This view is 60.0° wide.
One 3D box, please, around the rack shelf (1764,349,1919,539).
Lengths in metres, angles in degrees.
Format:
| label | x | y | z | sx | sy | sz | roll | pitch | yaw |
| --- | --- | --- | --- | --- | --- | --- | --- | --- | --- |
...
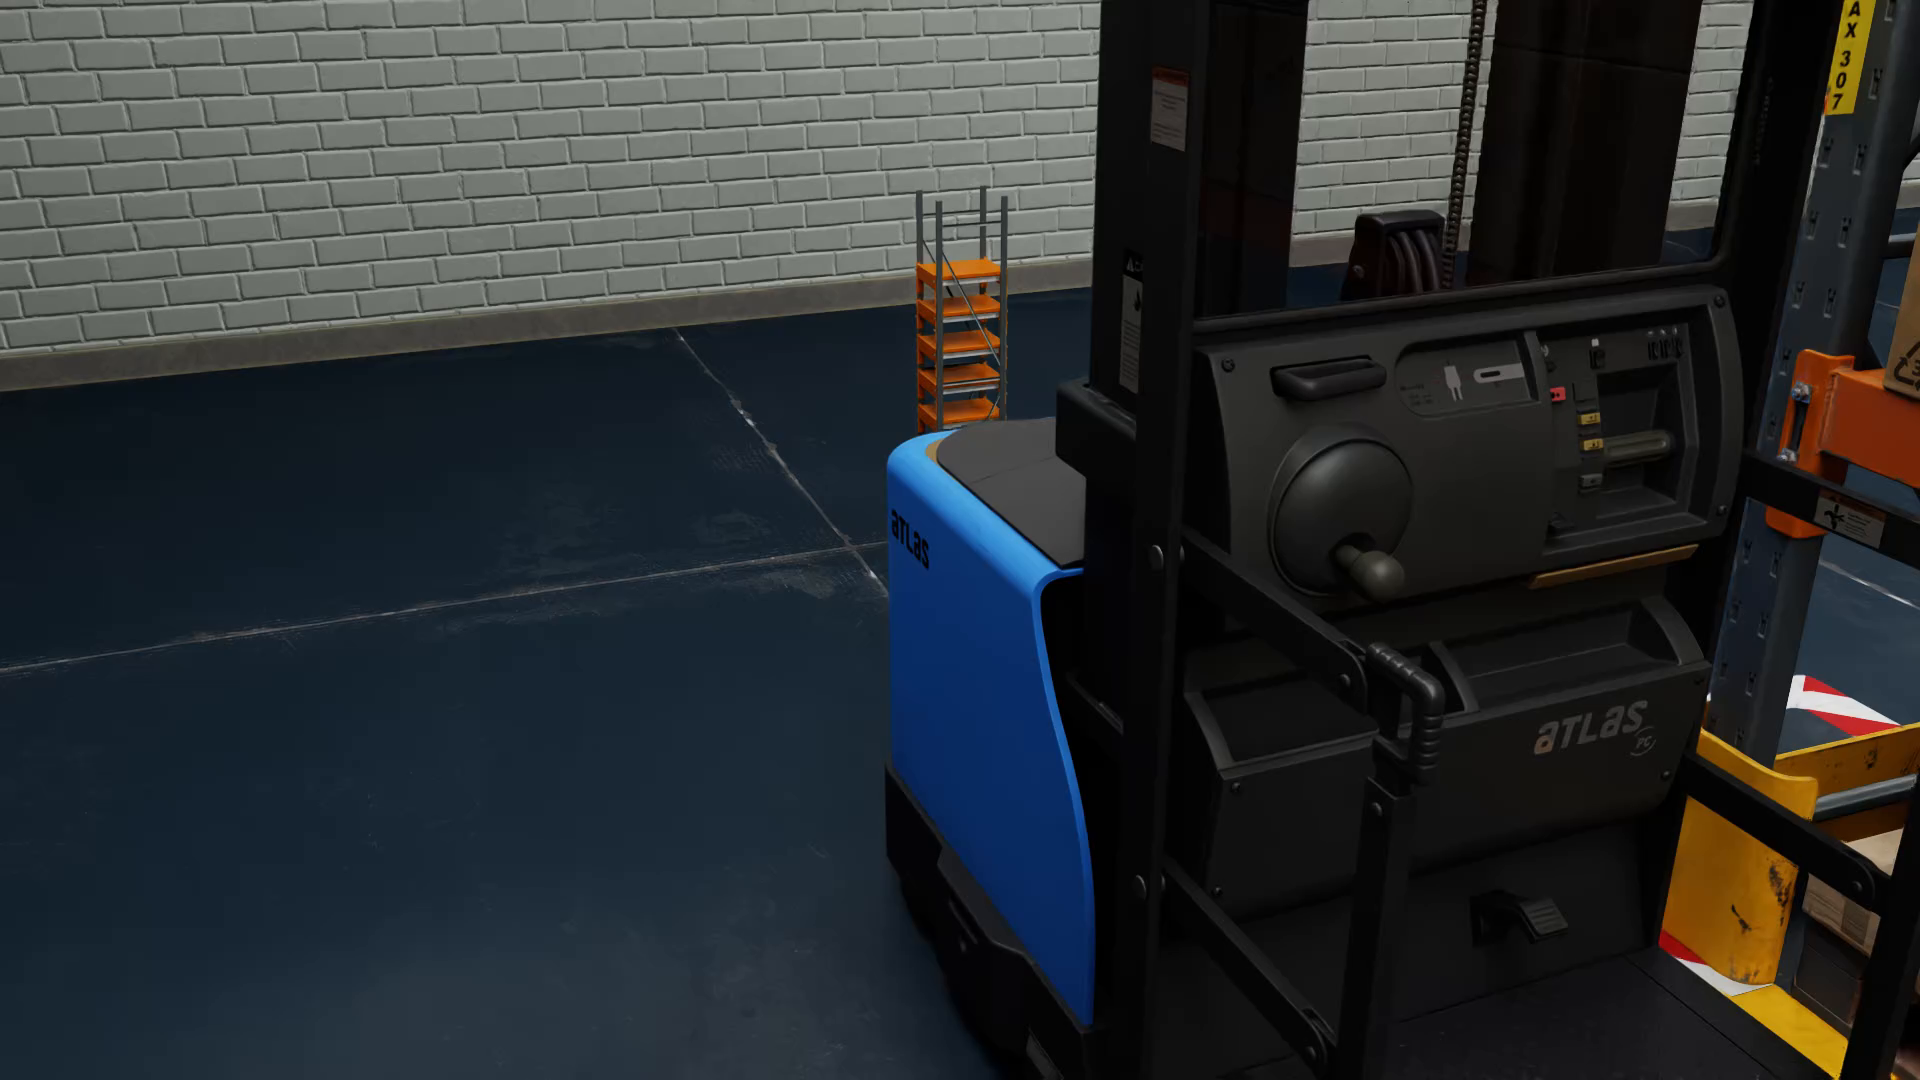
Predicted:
| label | x | y | z | sx | sy | sz | roll | pitch | yaw |
| --- | --- | --- | --- | --- | --- | --- | --- | --- | --- |
| rack shelf | 2.811 | 0.455 | 1.735 | 1.077 | 0.370 | 4.000 | -8 | 24 | -19 |

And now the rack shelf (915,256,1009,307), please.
| label | x | y | z | sx | sy | sz | roll | pitch | yaw |
| --- | --- | --- | --- | --- | --- | --- | --- | --- | --- |
| rack shelf | 0.005 | -0.838 | 5.382 | 0.258 | 0.103 | 0.180 | -8 | 24 | -19 |

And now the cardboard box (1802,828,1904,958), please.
| label | x | y | z | sx | sy | sz | roll | pitch | yaw |
| --- | --- | --- | --- | --- | --- | --- | --- | --- | --- |
| cardboard box | 1.931 | 0.707 | 3.315 | 0.380 | 0.149 | 0.250 | -8 | 24 | -19 |

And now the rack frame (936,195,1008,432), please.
| label | x | y | z | sx | sy | sz | roll | pitch | yaw |
| --- | --- | --- | --- | --- | --- | --- | --- | --- | --- |
| rack frame | 0.037 | -0.514 | 5.426 | 0.240 | 1.200 | 0.006 | -8 | 24 | -19 |

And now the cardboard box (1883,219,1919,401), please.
| label | x | y | z | sx | sy | sz | roll | pitch | yaw |
| --- | --- | --- | --- | --- | --- | --- | --- | --- | --- |
| cardboard box | 2.015 | -0.452 | 2.832 | 0.500 | 0.500 | 0.500 | -8 | 24 | -18 |

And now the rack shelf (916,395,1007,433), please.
| label | x | y | z | sx | sy | sz | roll | pitch | yaw |
| --- | --- | --- | --- | --- | --- | --- | --- | --- | --- |
| rack shelf | 0.005 | -0.396 | 5.568 | 0.258 | 0.103 | 0.180 | -8 | 24 | -19 |

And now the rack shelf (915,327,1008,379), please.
| label | x | y | z | sx | sy | sz | roll | pitch | yaw |
| --- | --- | --- | --- | --- | --- | --- | --- | --- | --- |
| rack shelf | 0.005 | -0.617 | 5.475 | 0.258 | 0.103 | 0.180 | -8 | 24 | -19 |

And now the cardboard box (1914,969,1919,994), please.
| label | x | y | z | sx | sy | sz | roll | pitch | yaw |
| --- | --- | --- | --- | --- | --- | --- | --- | --- | --- |
| cardboard box | 2.020 | 0.790 | 3.096 | 0.380 | 0.166 | 0.250 | -8 | 24 | -19 |

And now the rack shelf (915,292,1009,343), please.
| label | x | y | z | sx | sy | sz | roll | pitch | yaw |
| --- | --- | --- | --- | --- | --- | --- | --- | --- | --- |
| rack shelf | 0.005 | -0.728 | 5.429 | 0.258 | 0.103 | 0.180 | -8 | 24 | -19 |

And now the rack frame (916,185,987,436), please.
| label | x | y | z | sx | sy | sz | roll | pitch | yaw |
| --- | --- | --- | --- | --- | --- | --- | --- | --- | --- |
| rack frame | -0.027 | -0.581 | 5.583 | 0.240 | 1.200 | 0.006 | -8 | 24 | -19 |

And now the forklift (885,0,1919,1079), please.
| label | x | y | z | sx | sy | sz | roll | pitch | yaw |
| --- | --- | --- | --- | --- | --- | --- | --- | --- | --- |
| forklift | 0.865 | -0.123 | 2.267 | 1.130 | 2.935 | 3.031 | -9 | 25 | -21 |

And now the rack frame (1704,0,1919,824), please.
| label | x | y | z | sx | sy | sz | roll | pitch | yaw |
| --- | --- | --- | --- | --- | --- | --- | --- | --- | --- |
| rack frame | 2.105 | -0.603 | 3.319 | 1.000 | 3.000 | 0.127 | -8 | 24 | -19 |

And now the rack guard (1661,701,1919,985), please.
| label | x | y | z | sx | sy | sz | roll | pitch | yaw |
| --- | --- | --- | --- | --- | --- | --- | --- | --- | --- |
| rack guard | 2.132 | 0.576 | 3.739 | 1.175 | 0.500 | 0.348 | -8 | 24 | -19 |

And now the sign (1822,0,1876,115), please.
| label | x | y | z | sx | sy | sz | roll | pitch | yaw |
| --- | --- | --- | --- | --- | --- | --- | --- | --- | --- |
| sign | 1.597 | -0.928 | 2.975 | 0.100 | 0.325 | 0.005 | -8 | 24 | -19 |

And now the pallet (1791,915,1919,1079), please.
| label | x | y | z | sx | sy | sz | roll | pitch | yaw |
| --- | --- | --- | --- | --- | --- | --- | --- | --- | --- |
| pallet | 2.414 | 0.999 | 3.109 | 1.003 | 0.211 | 1.213 | -8 | 24 | -19 |

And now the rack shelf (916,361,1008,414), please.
| label | x | y | z | sx | sy | sz | roll | pitch | yaw |
| --- | --- | --- | --- | --- | --- | --- | --- | --- | --- |
| rack shelf | 0.005 | -0.507 | 5.522 | 0.258 | 0.103 | 0.180 | -8 | 24 | -19 |

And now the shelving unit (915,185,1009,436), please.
| label | x | y | z | sx | sy | sz | roll | pitch | yaw |
| --- | --- | --- | --- | --- | --- | --- | --- | --- | --- |
| shelving unit | 0.005 | -0.548 | 5.504 | 0.258 | 1.200 | 0.189 | -8 | 24 | -19 |
